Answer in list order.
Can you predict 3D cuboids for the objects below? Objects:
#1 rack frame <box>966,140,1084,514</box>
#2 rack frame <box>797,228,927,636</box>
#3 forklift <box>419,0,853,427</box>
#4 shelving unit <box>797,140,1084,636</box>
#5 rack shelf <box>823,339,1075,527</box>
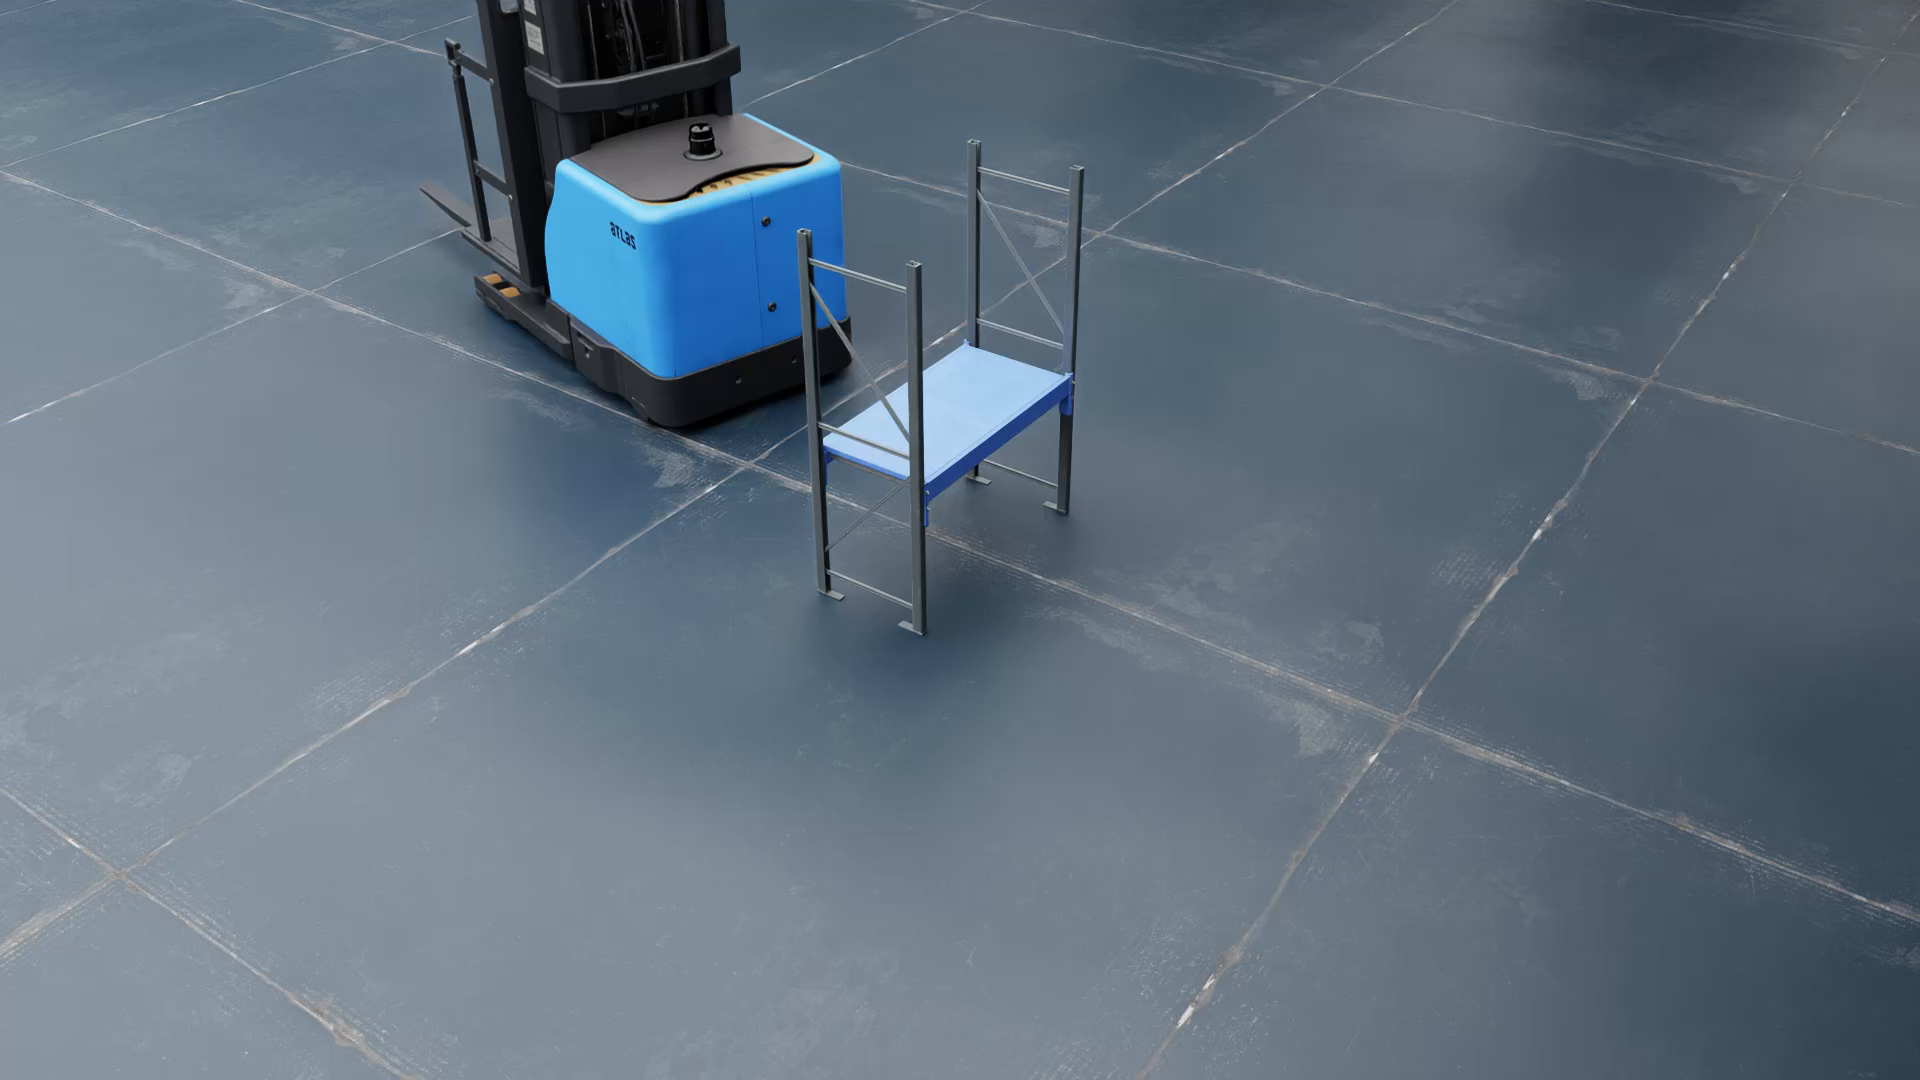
[{"bbox_3d":[0.241,-0.816,6.618,0.500,1.500,0.032,21,39,28],"label":"rack frame"},{"bbox_3d":[-0.338,-0.348,5.926,0.500,1.500,0.032,21,39,28],"label":"rack frame"},{"bbox_3d":[-1.822,-2.476,7.795,1.130,2.935,3.031,-24,41,-31],"label":"forklift"},{"bbox_3d":[-0.049,-0.582,6.272,0.538,1.500,1.048,21,39,28],"label":"shelving unit"},{"bbox_3d":[-0.049,-0.433,6.373,0.538,0.185,1.000,21,39,28],"label":"rack shelf"}]
